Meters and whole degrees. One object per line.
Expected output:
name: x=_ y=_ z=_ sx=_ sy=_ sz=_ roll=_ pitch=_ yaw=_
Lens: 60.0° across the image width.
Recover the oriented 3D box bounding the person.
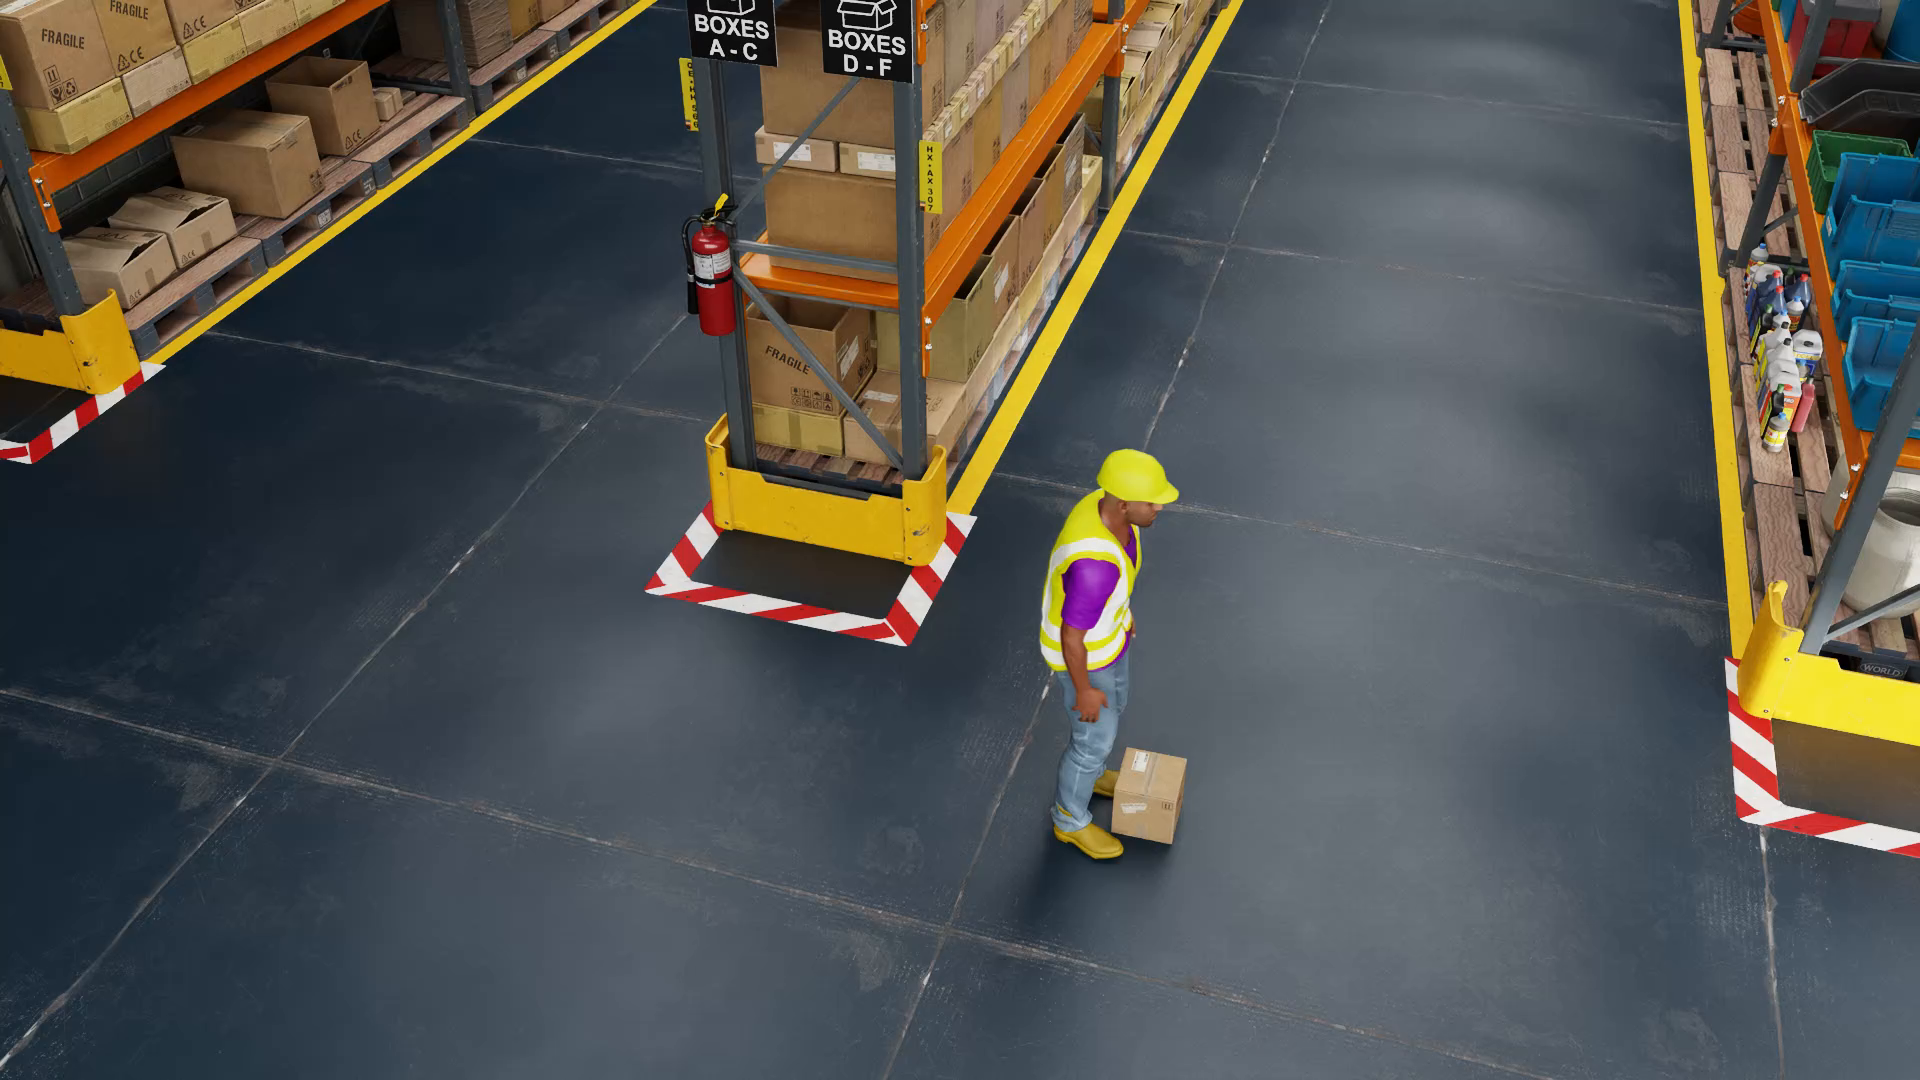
person: x=0.542 y=0.403 z=6.339 sx=0.460 sy=1.760 sz=0.627 roll=11 pitch=38 yaw=14
